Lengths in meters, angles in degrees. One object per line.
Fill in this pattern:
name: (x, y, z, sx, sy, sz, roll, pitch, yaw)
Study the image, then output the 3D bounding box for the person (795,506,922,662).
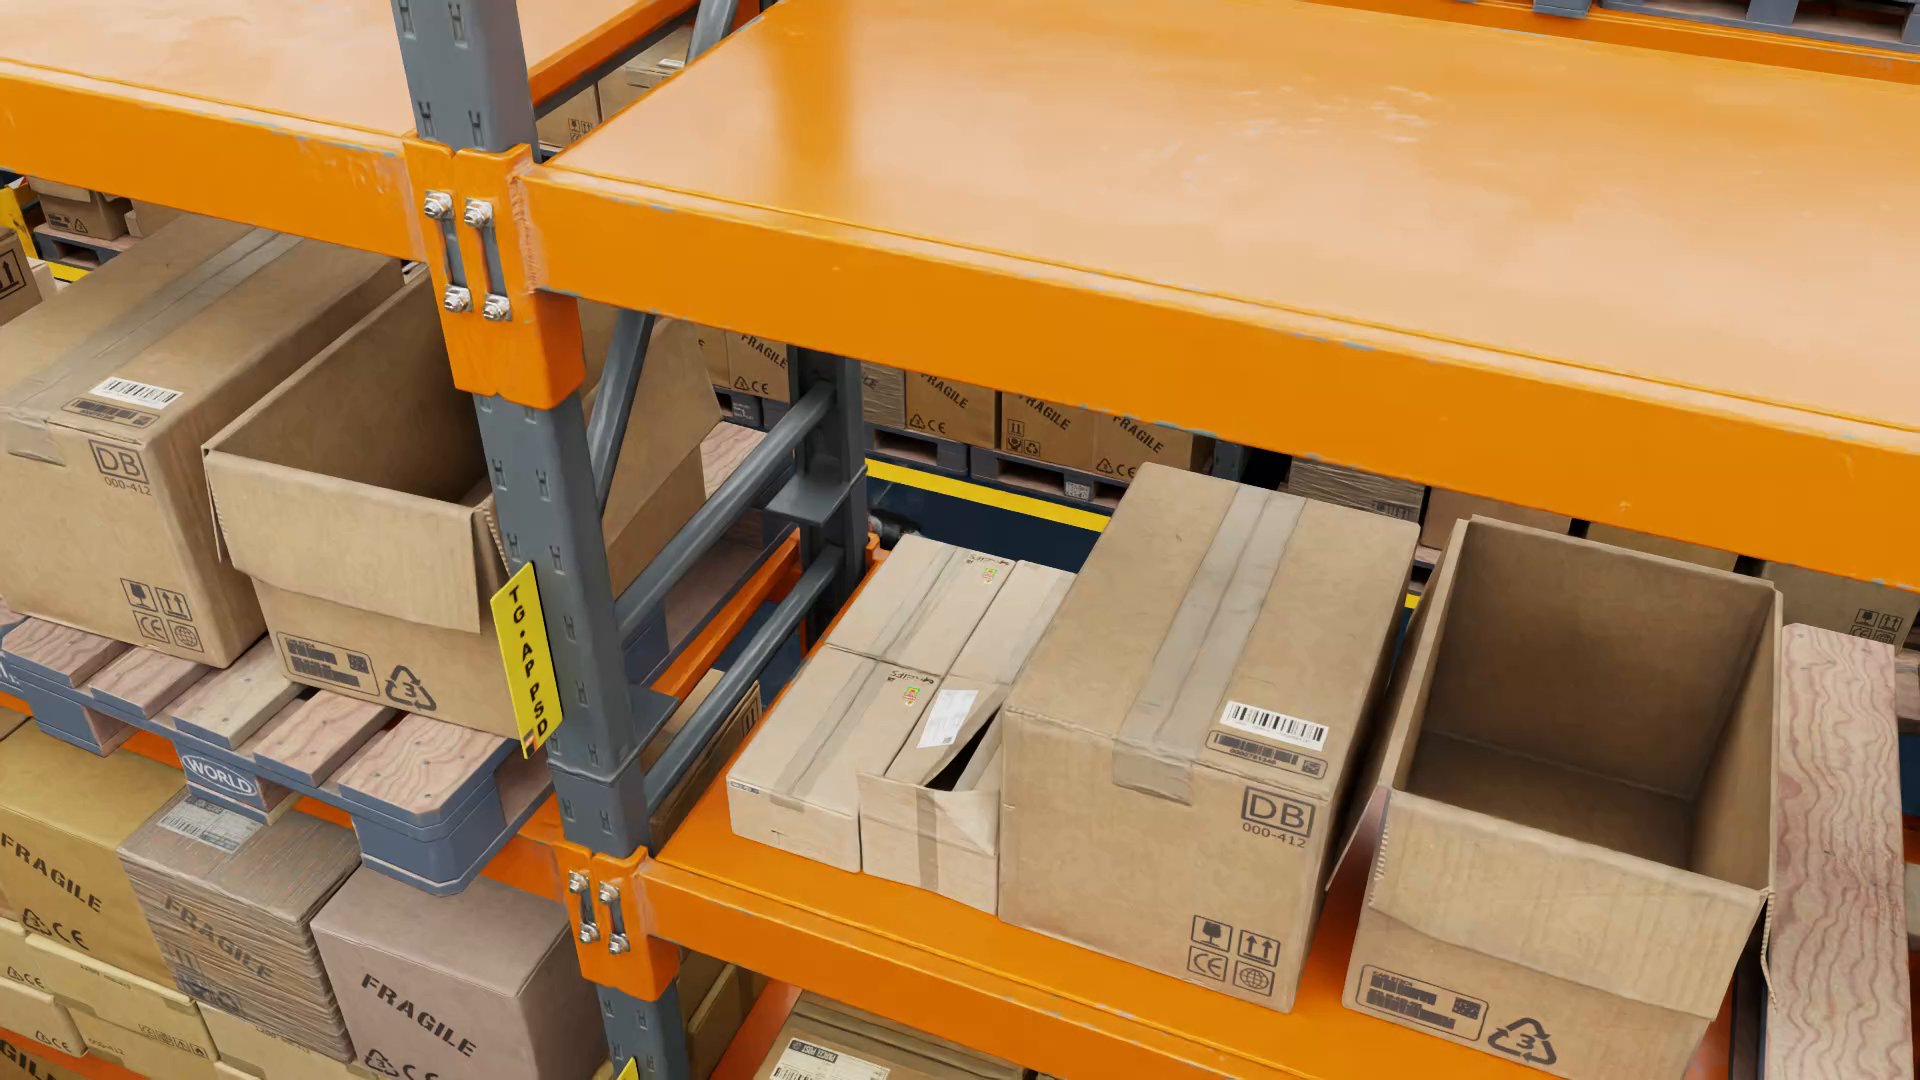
person: (-0.346, 0.357, 6.571, 0.589, 1.488, 0.625, 14, 40, 18)
